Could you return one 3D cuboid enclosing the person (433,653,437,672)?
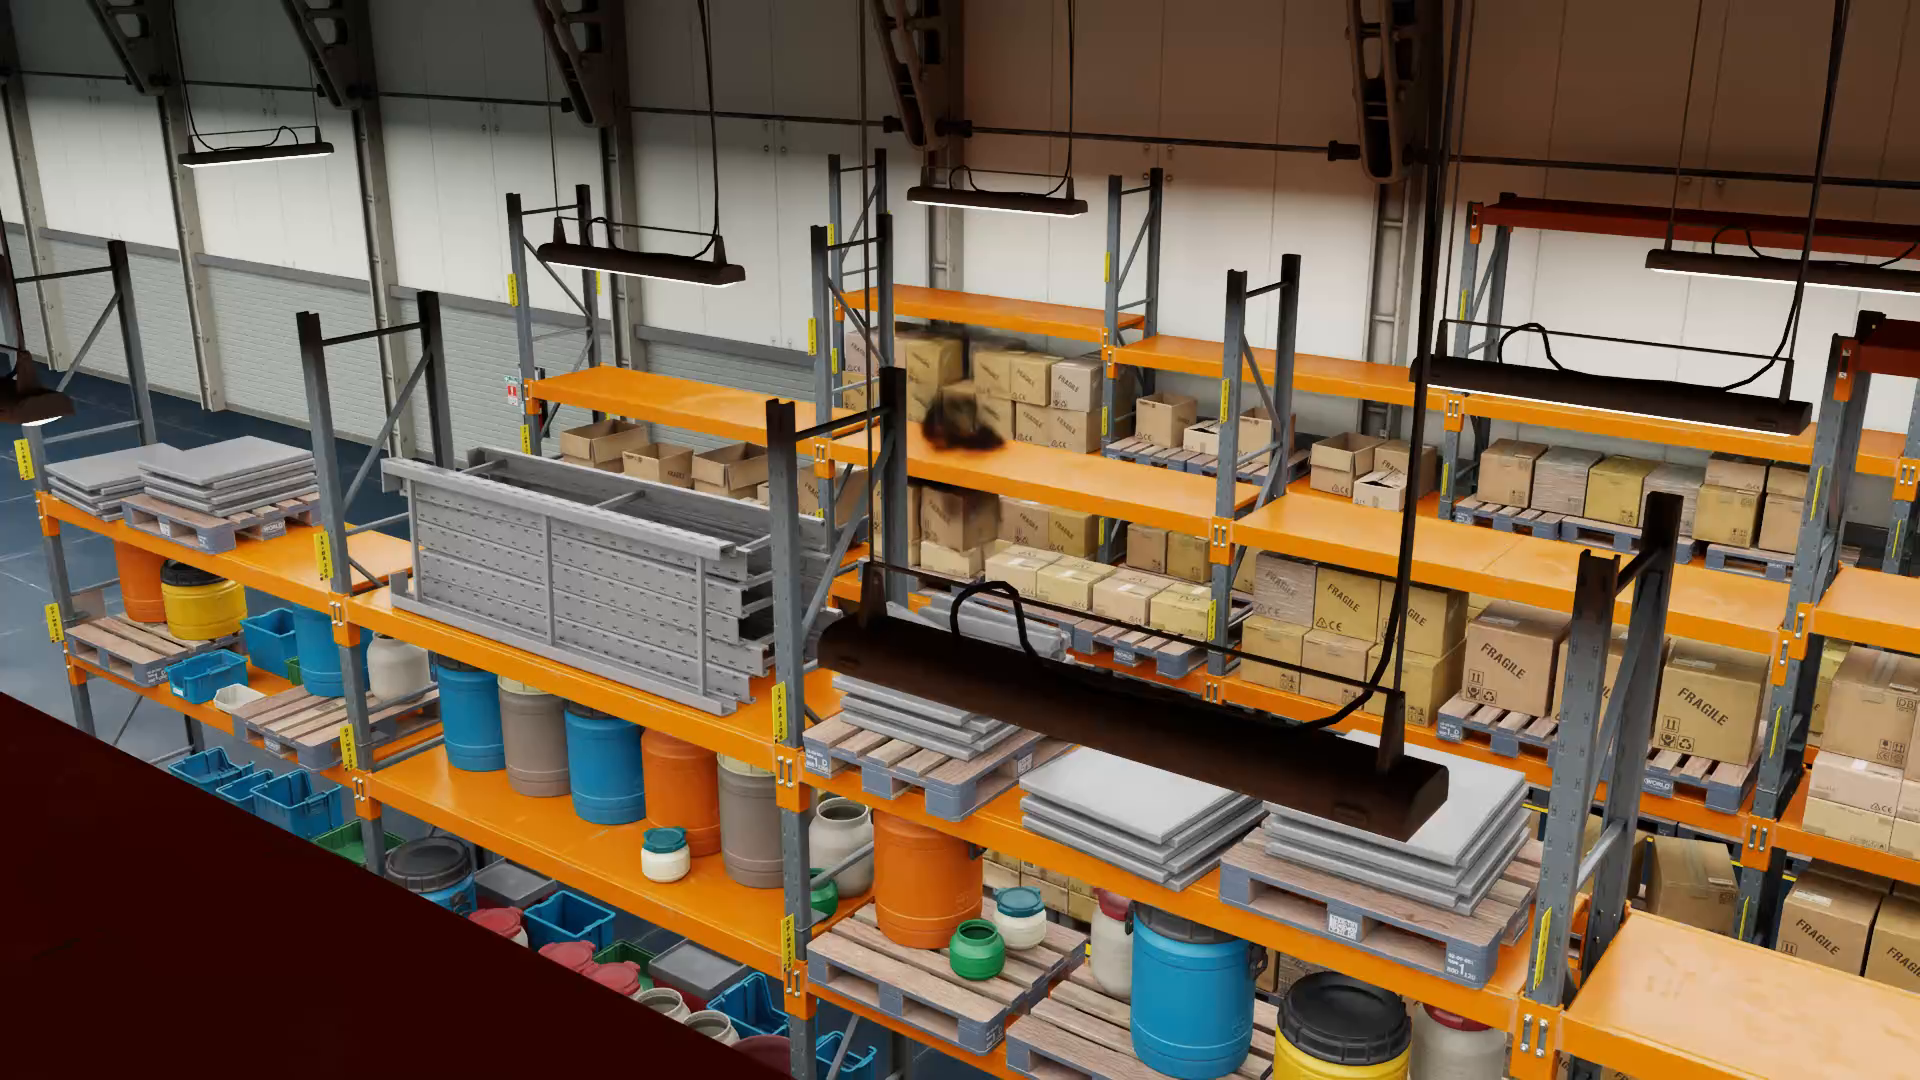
[{"bbox_3d":[-5.912,1.072,19.206,0.582,1.724,0.758,-8,20,-22],"label":"person"}]
